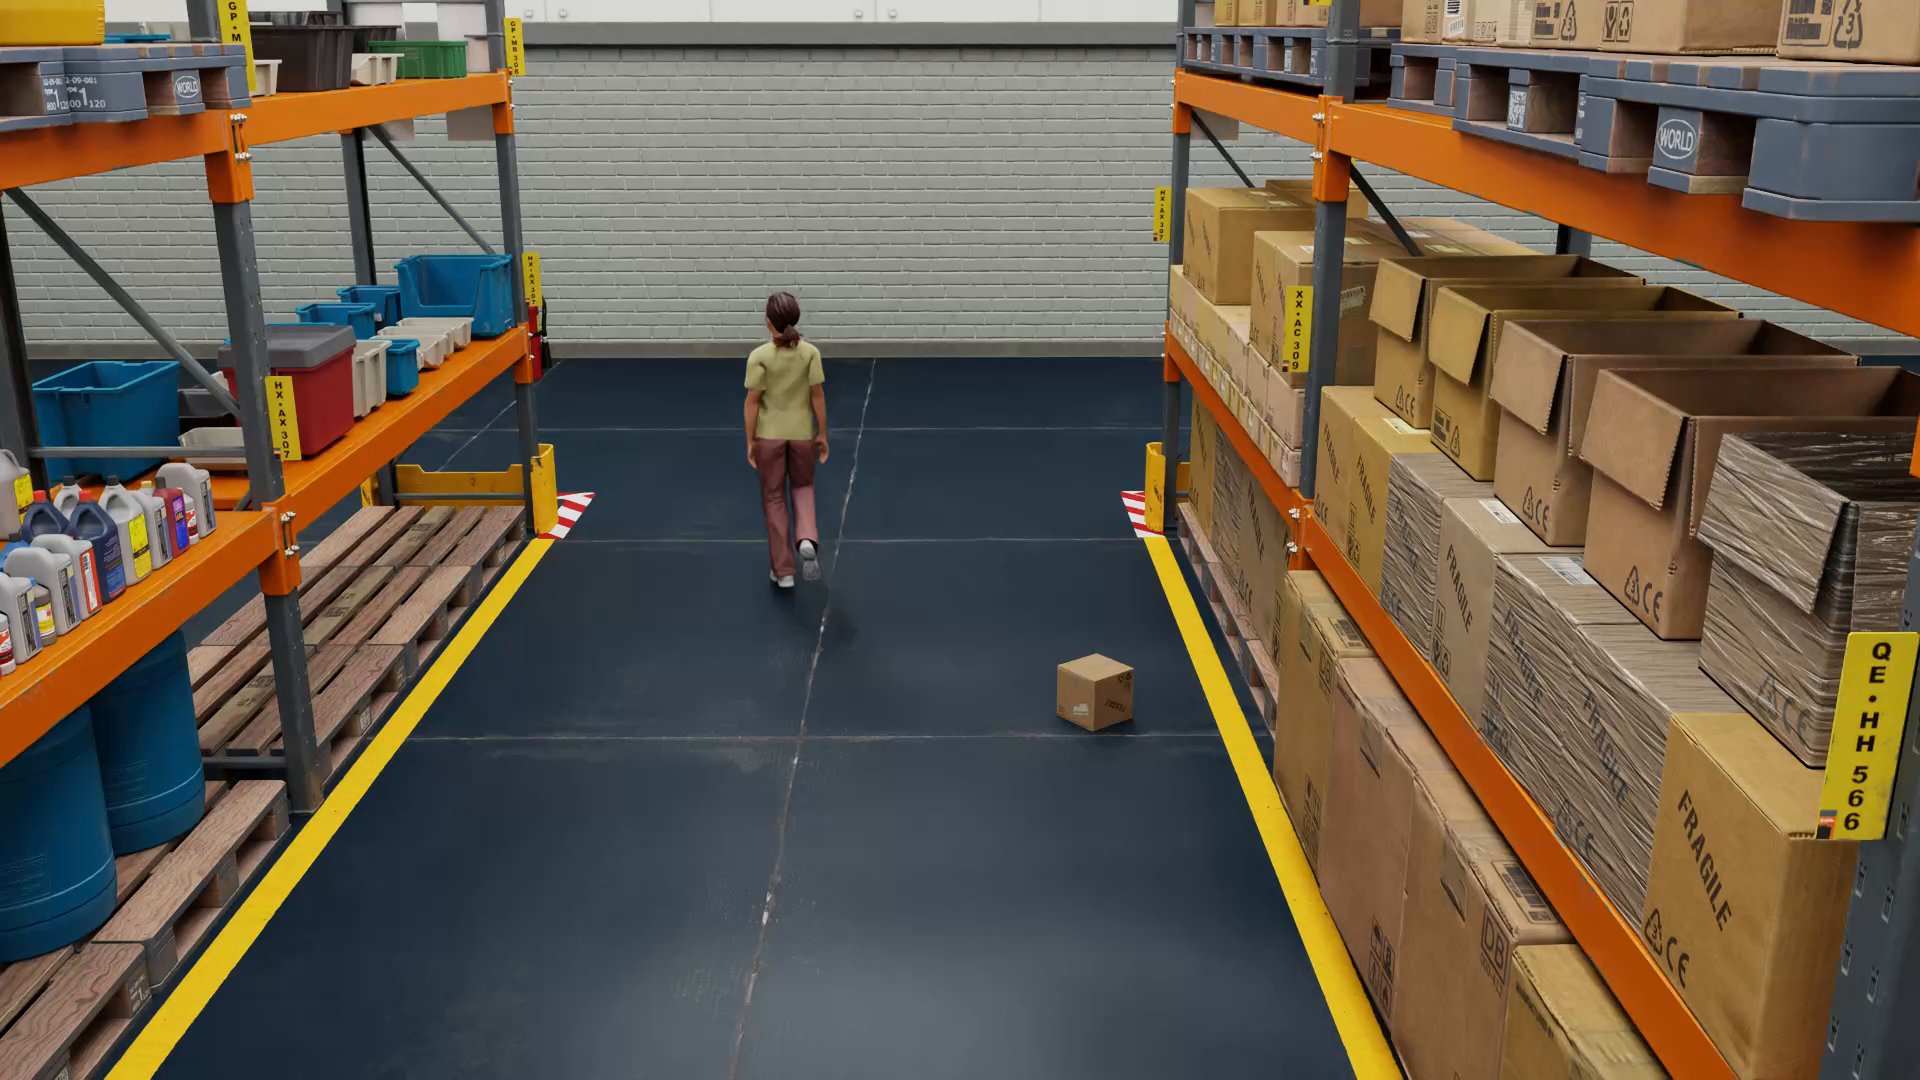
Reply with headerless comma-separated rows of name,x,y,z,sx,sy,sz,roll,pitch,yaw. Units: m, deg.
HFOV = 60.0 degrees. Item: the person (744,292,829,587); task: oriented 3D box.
person,-0.969,-0.548,9.232,0.468,1.668,0.487,-6,18,-19
